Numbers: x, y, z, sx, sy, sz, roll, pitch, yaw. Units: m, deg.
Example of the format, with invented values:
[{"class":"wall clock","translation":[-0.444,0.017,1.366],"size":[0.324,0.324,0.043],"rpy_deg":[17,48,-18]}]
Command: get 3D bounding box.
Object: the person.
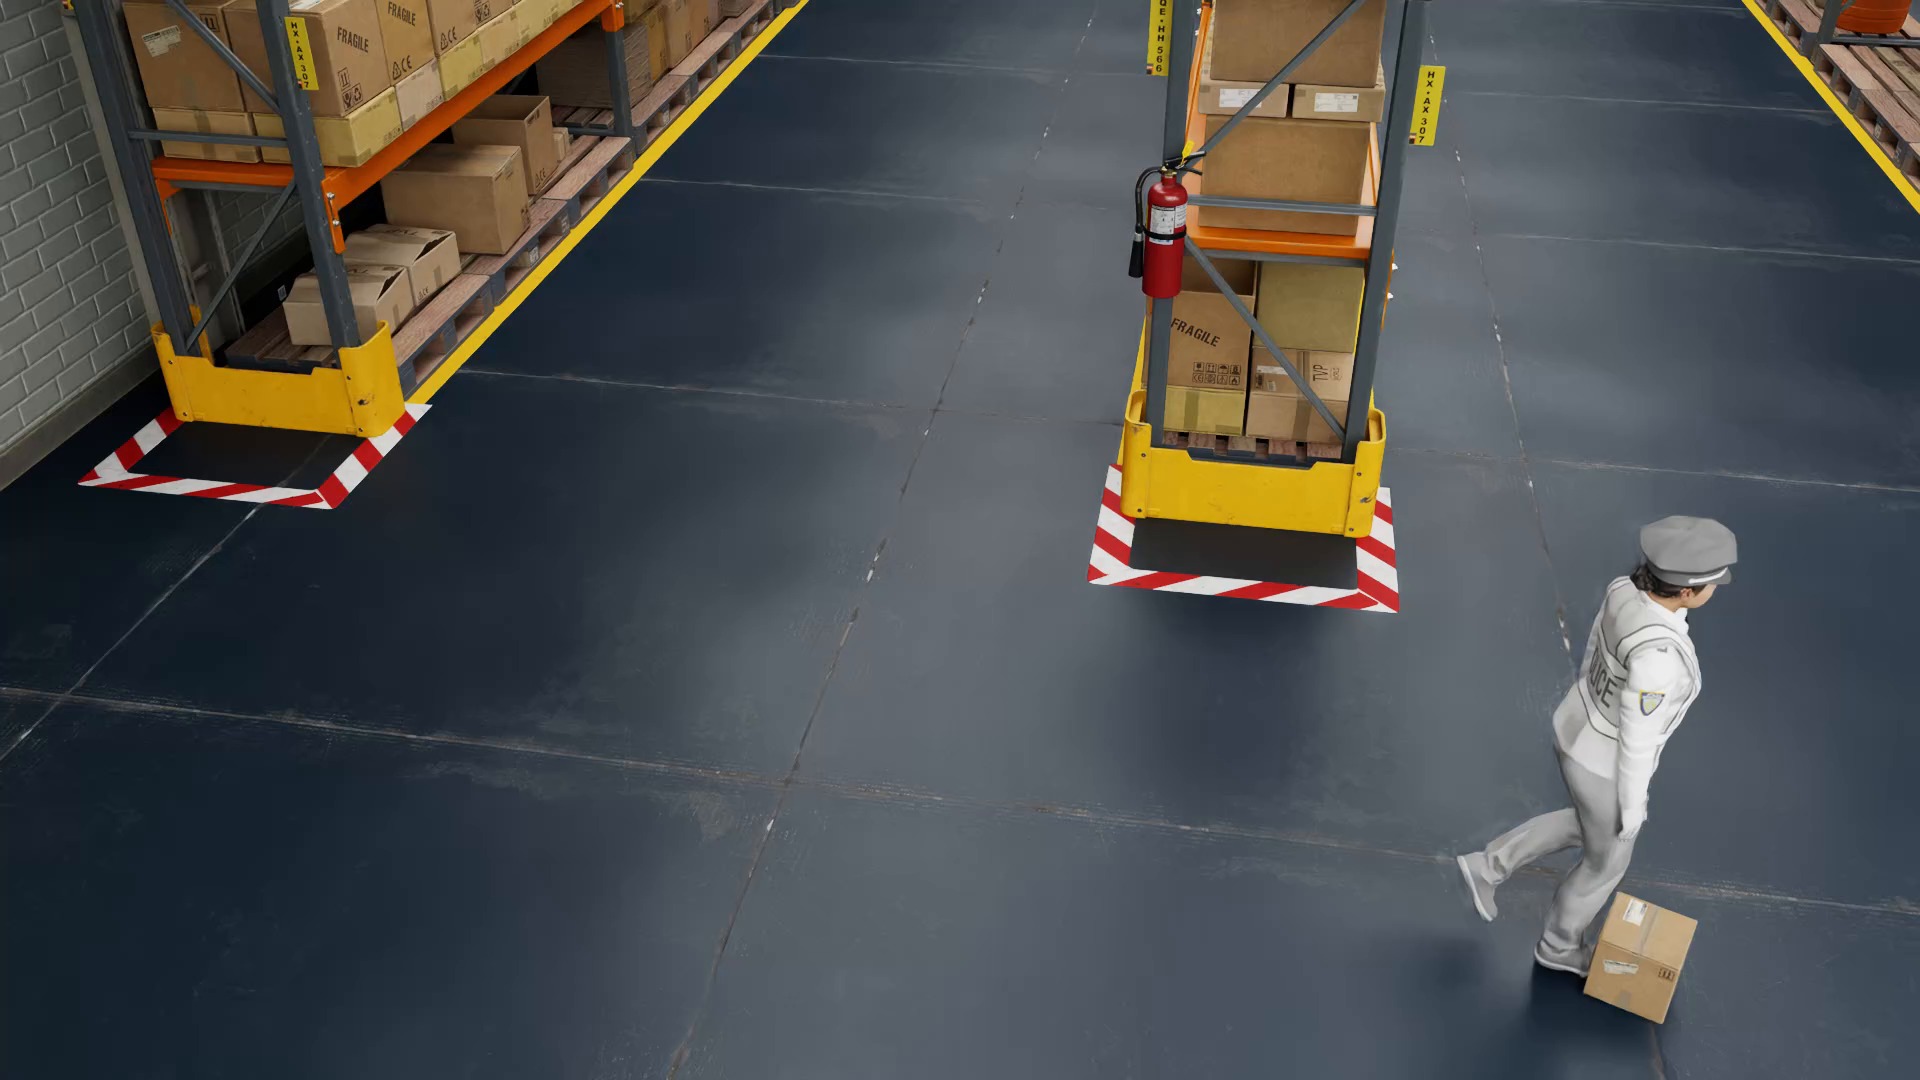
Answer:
[{"class":"person","translation":[1.912,0.649,5.082],"size":[0.541,1.649,0.495],"rpy_deg":[4,33,7]}]
